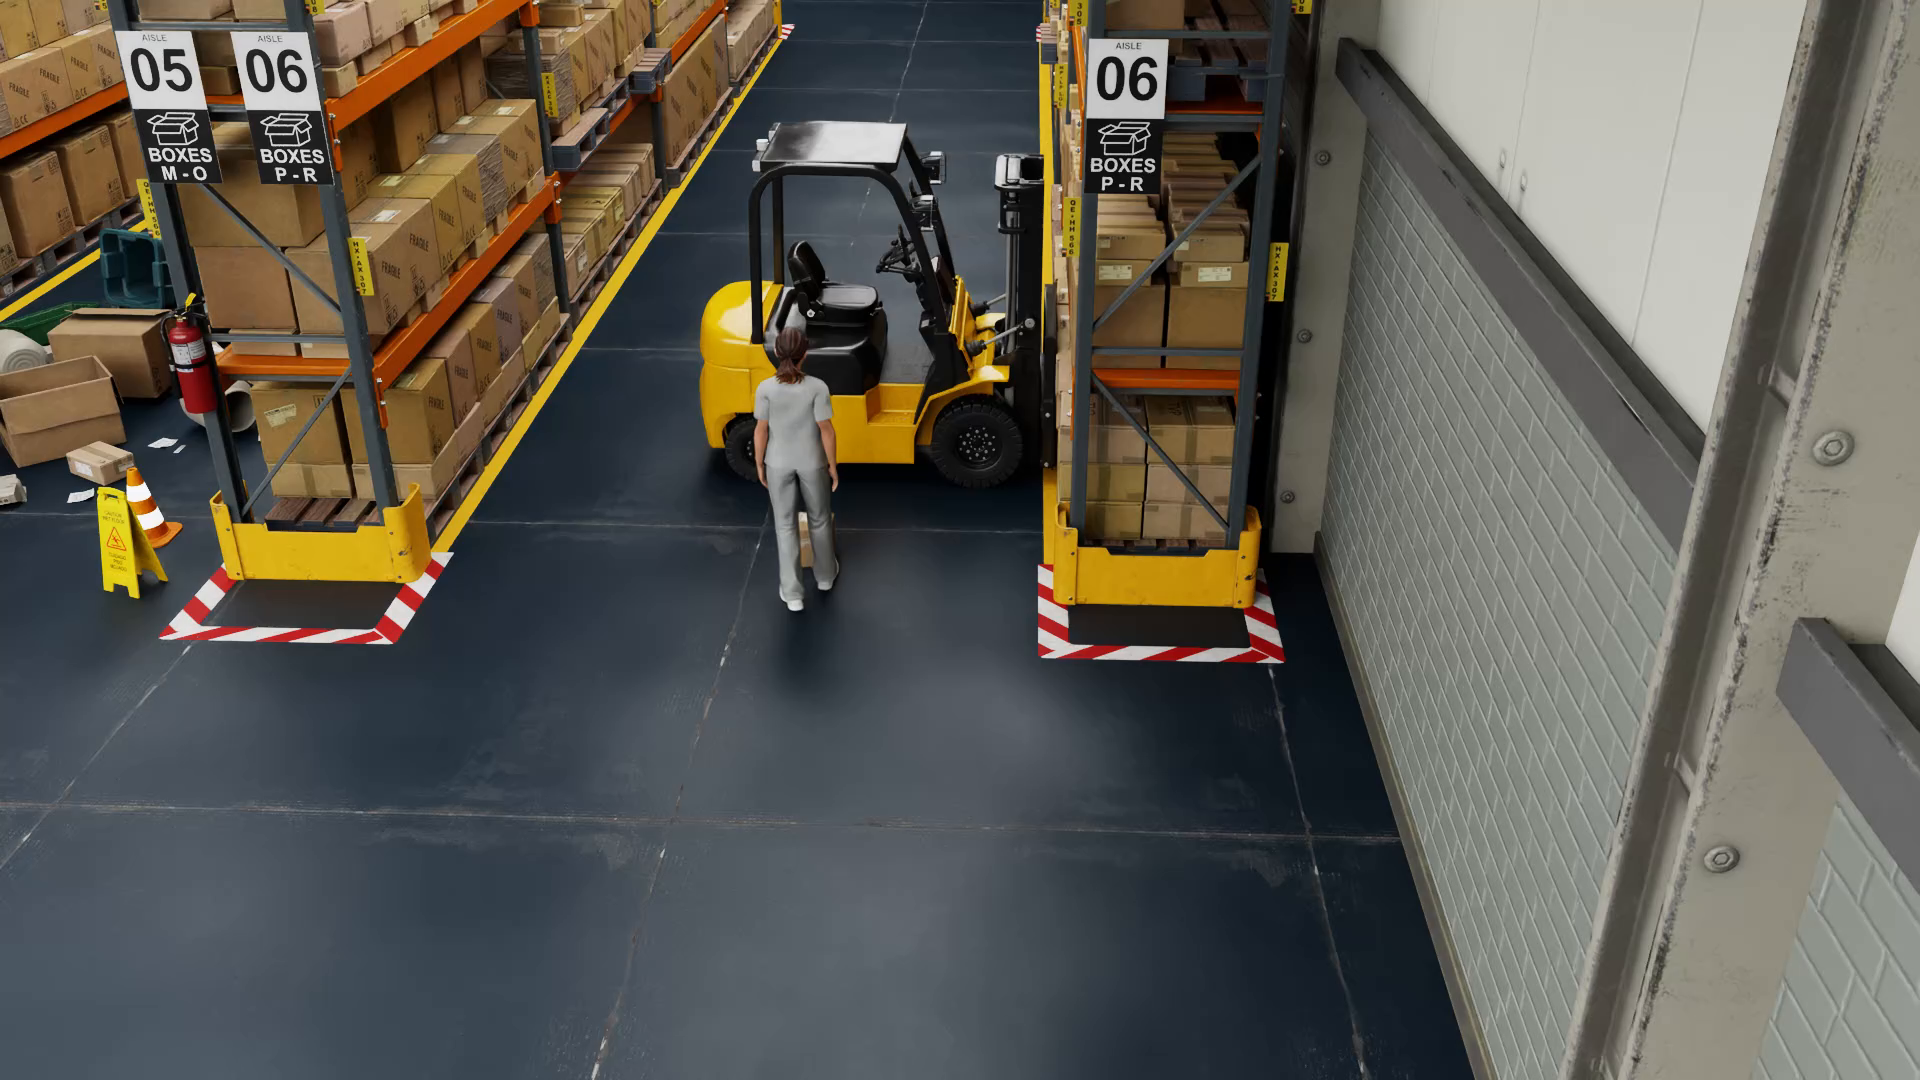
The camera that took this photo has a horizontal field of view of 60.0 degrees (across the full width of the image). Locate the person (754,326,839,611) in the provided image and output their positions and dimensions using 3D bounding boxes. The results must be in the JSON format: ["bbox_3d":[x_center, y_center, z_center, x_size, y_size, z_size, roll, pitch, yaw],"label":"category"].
[{"bbox_3d":[-0.922,-0.442,9.433,0.462,1.672,0.565,-2,28,-4],"label":"person"}]
